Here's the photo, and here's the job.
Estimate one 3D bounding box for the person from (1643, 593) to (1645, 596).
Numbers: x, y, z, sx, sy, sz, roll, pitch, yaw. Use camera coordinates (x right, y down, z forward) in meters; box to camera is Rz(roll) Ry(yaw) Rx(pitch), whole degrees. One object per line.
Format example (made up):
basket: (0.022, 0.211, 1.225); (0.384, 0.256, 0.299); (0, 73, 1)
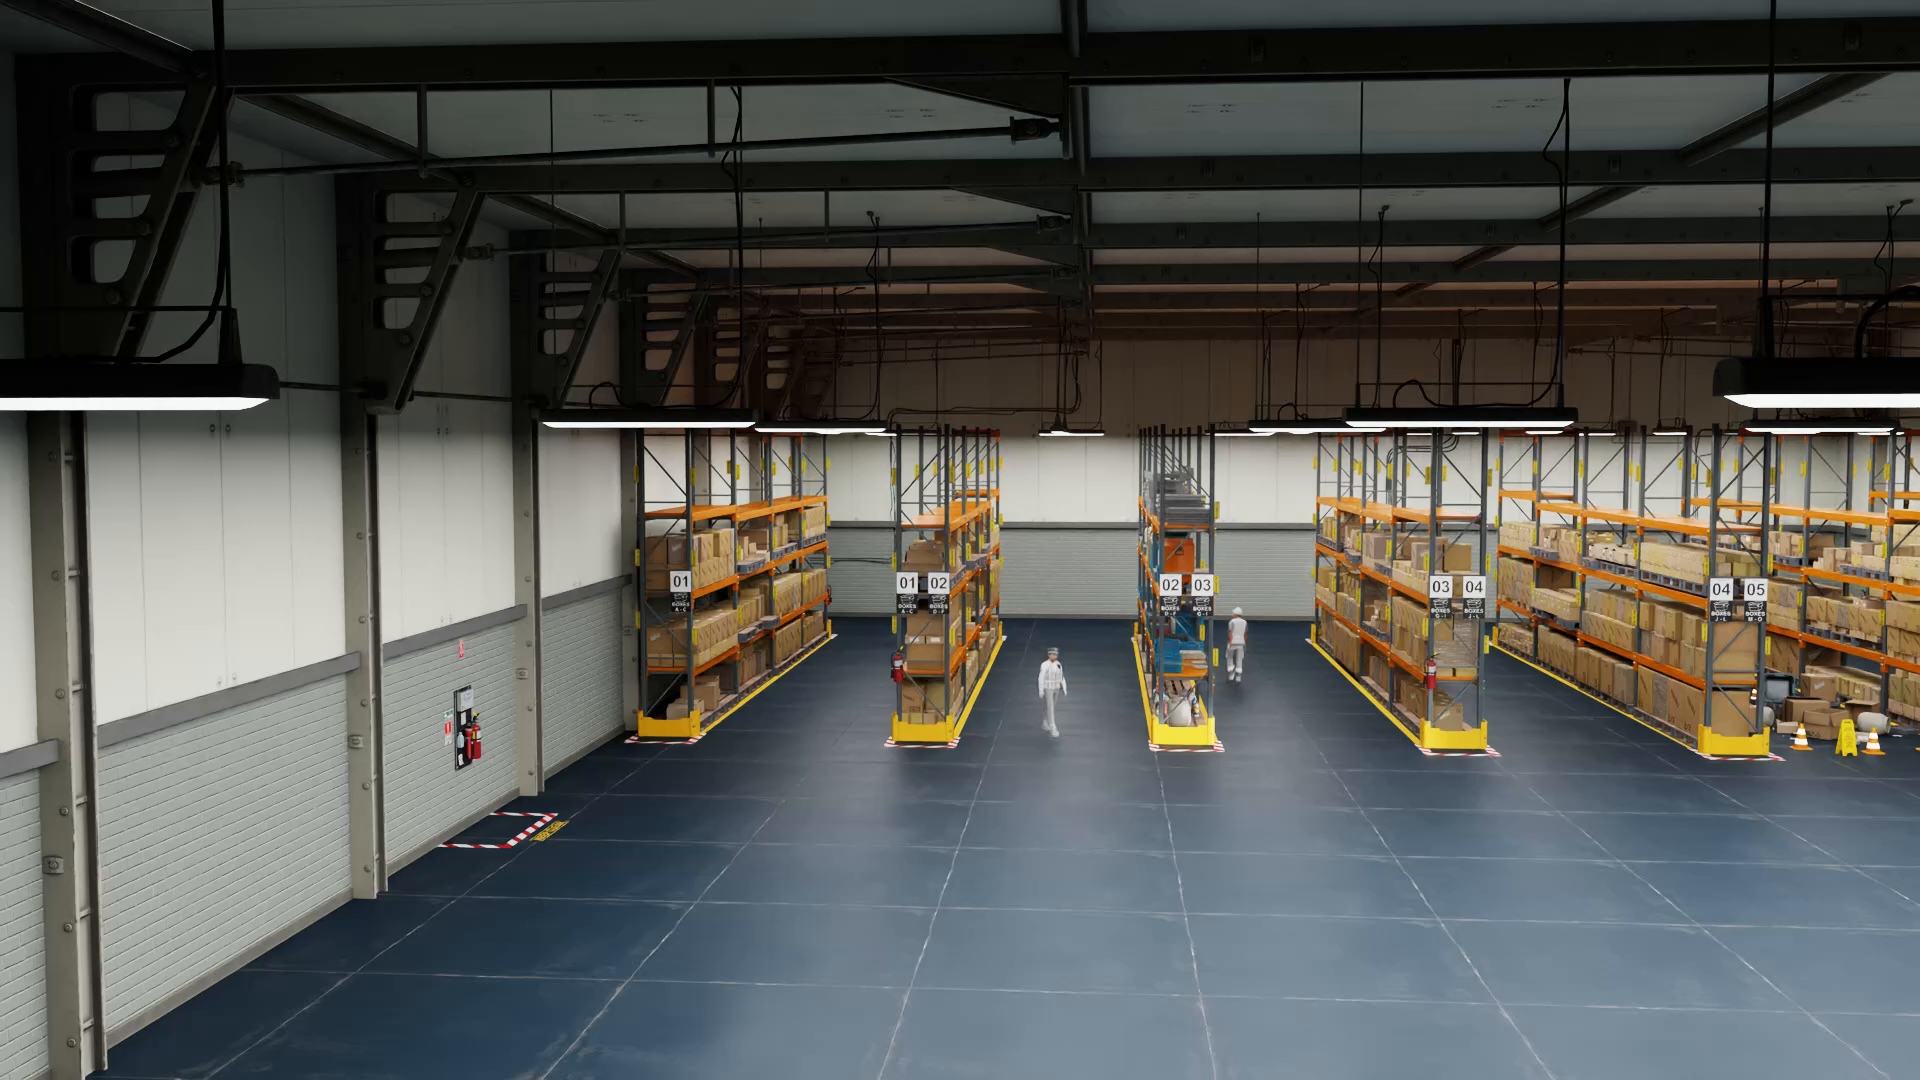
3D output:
person: (17.760, 2.228, 43.246); (0.549, 1.722, 0.535); (-1, 4, -19)

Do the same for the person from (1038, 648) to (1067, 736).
person: (1.816, 2.913, 32.301); (0.522, 1.646, 0.795); (-3, 4, -37)

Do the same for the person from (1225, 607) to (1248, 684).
person: (6.473, 2.487, 38.823); (0.520, 1.826, 0.548); (0, 3, 0)
